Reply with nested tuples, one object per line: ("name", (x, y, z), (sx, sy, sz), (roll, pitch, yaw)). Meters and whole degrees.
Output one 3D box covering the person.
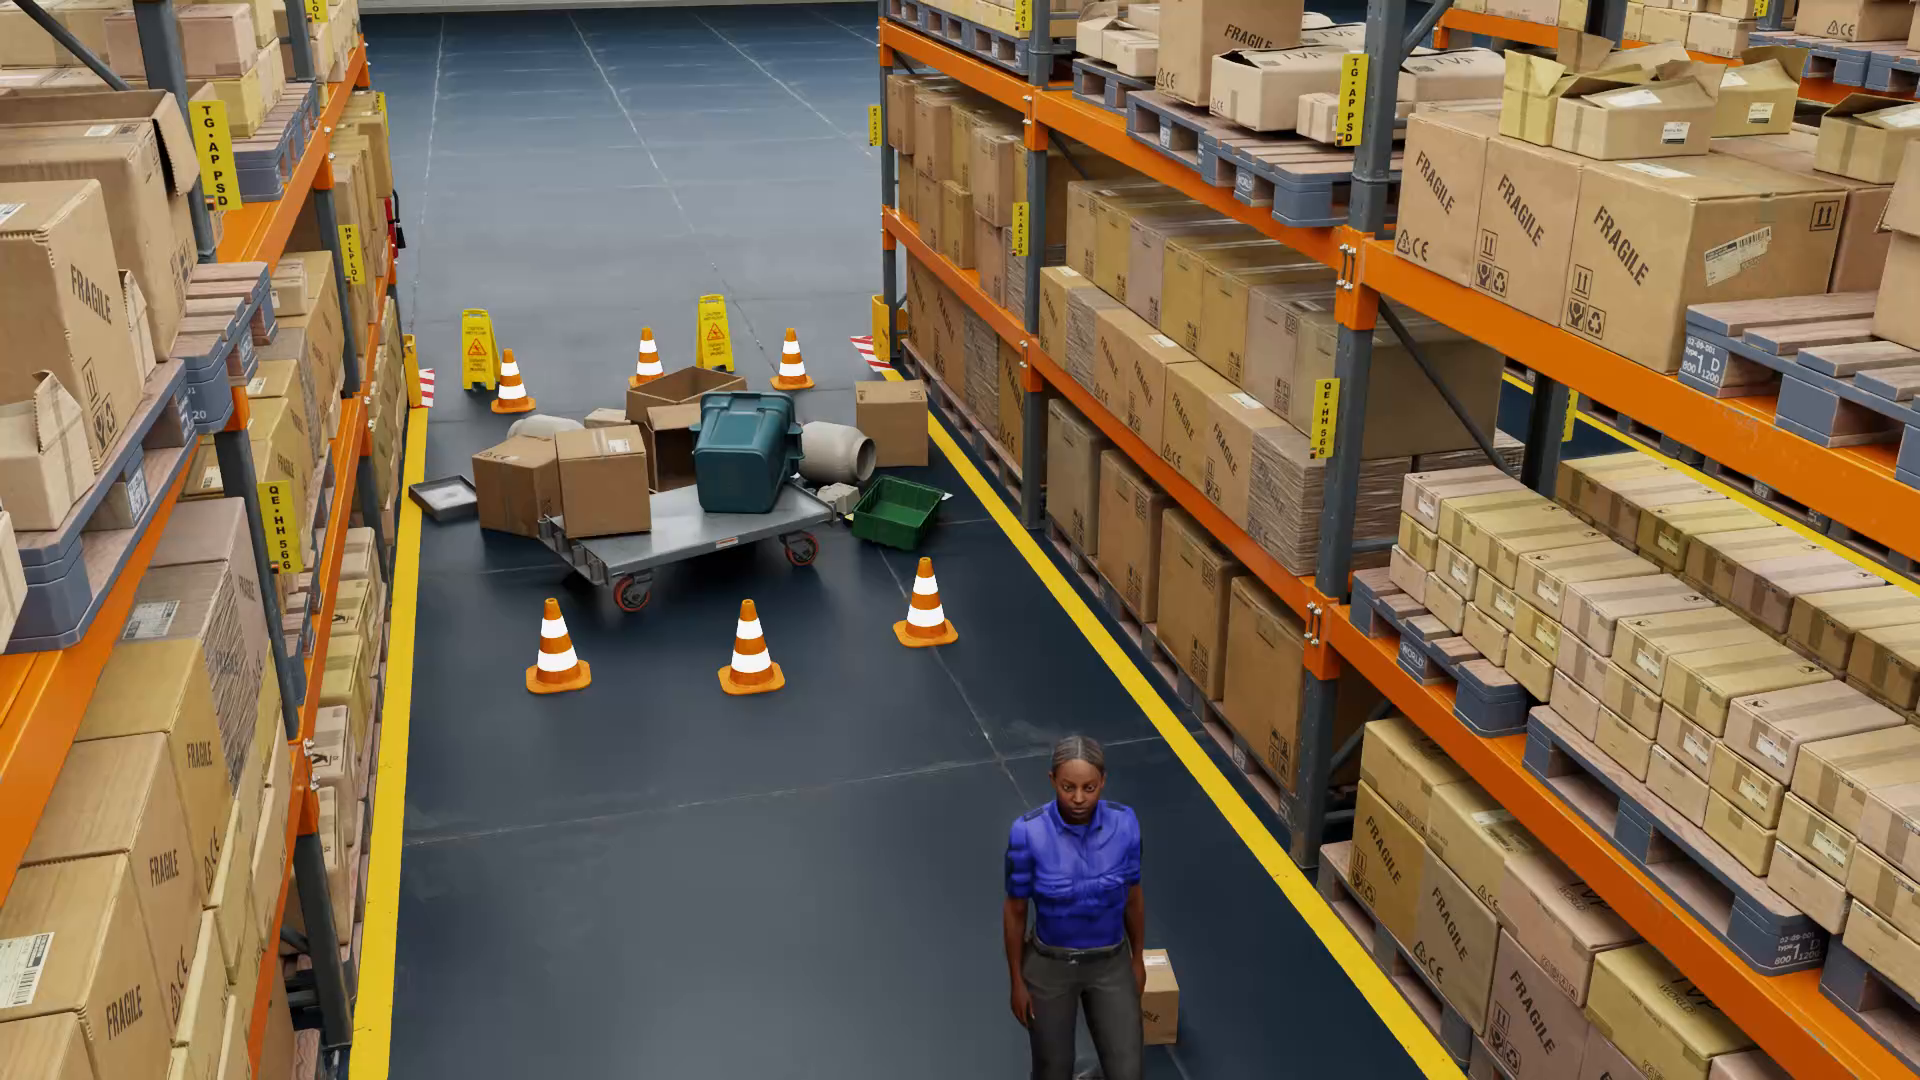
("person", (0.370, 1.383, 5.289), (0.466, 1.655, 0.442), (-2, 23, -5))
